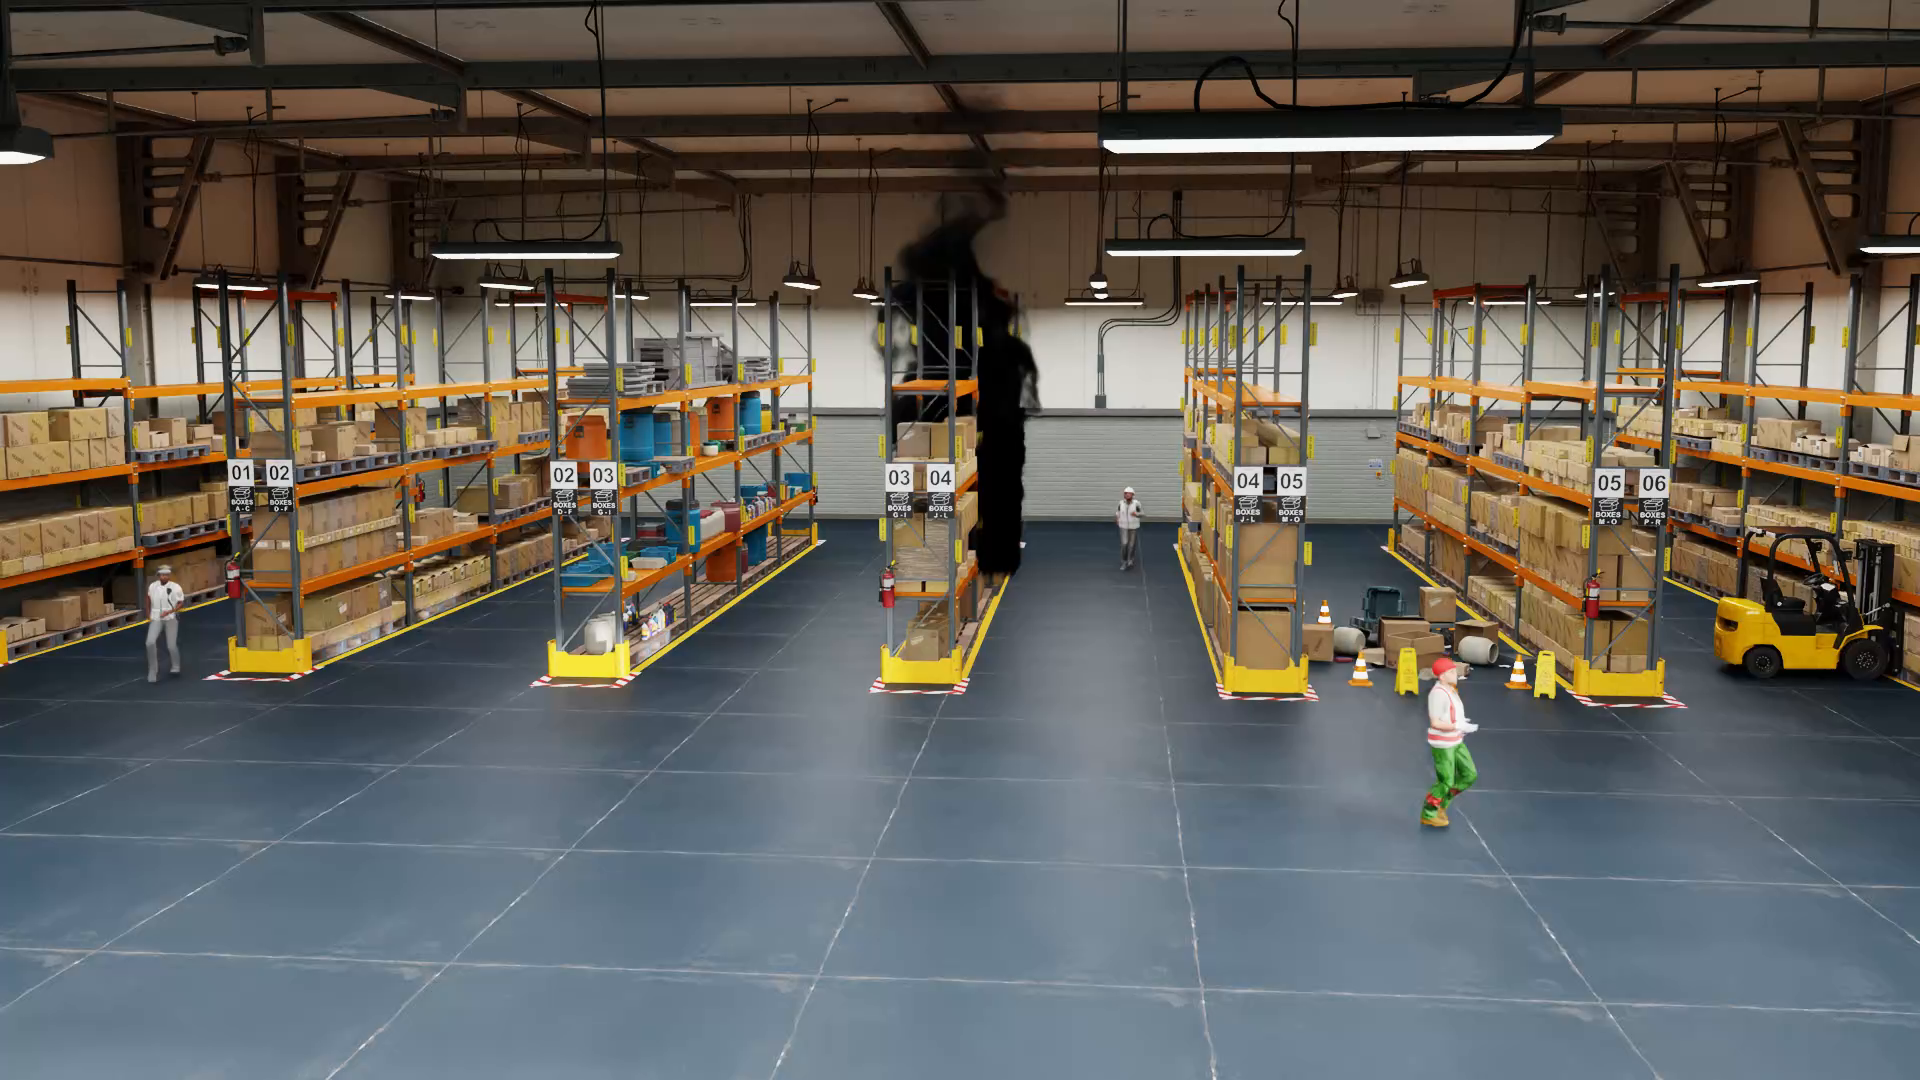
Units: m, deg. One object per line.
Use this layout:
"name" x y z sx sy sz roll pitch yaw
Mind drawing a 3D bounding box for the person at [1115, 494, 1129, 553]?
"person" 3.768 -0.323 37.587 0.531 1.544 0.537 1 7 8

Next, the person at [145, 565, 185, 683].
"person" -11.717 1.212 24.514 0.581 1.722 0.719 -1 7 -10

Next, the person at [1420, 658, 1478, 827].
"person" 5.008 2.074 16.910 0.609 1.756 0.639 5 9 35

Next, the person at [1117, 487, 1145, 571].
"person" 3.690 -0.234 36.035 0.626 1.843 0.776 1 7 11
